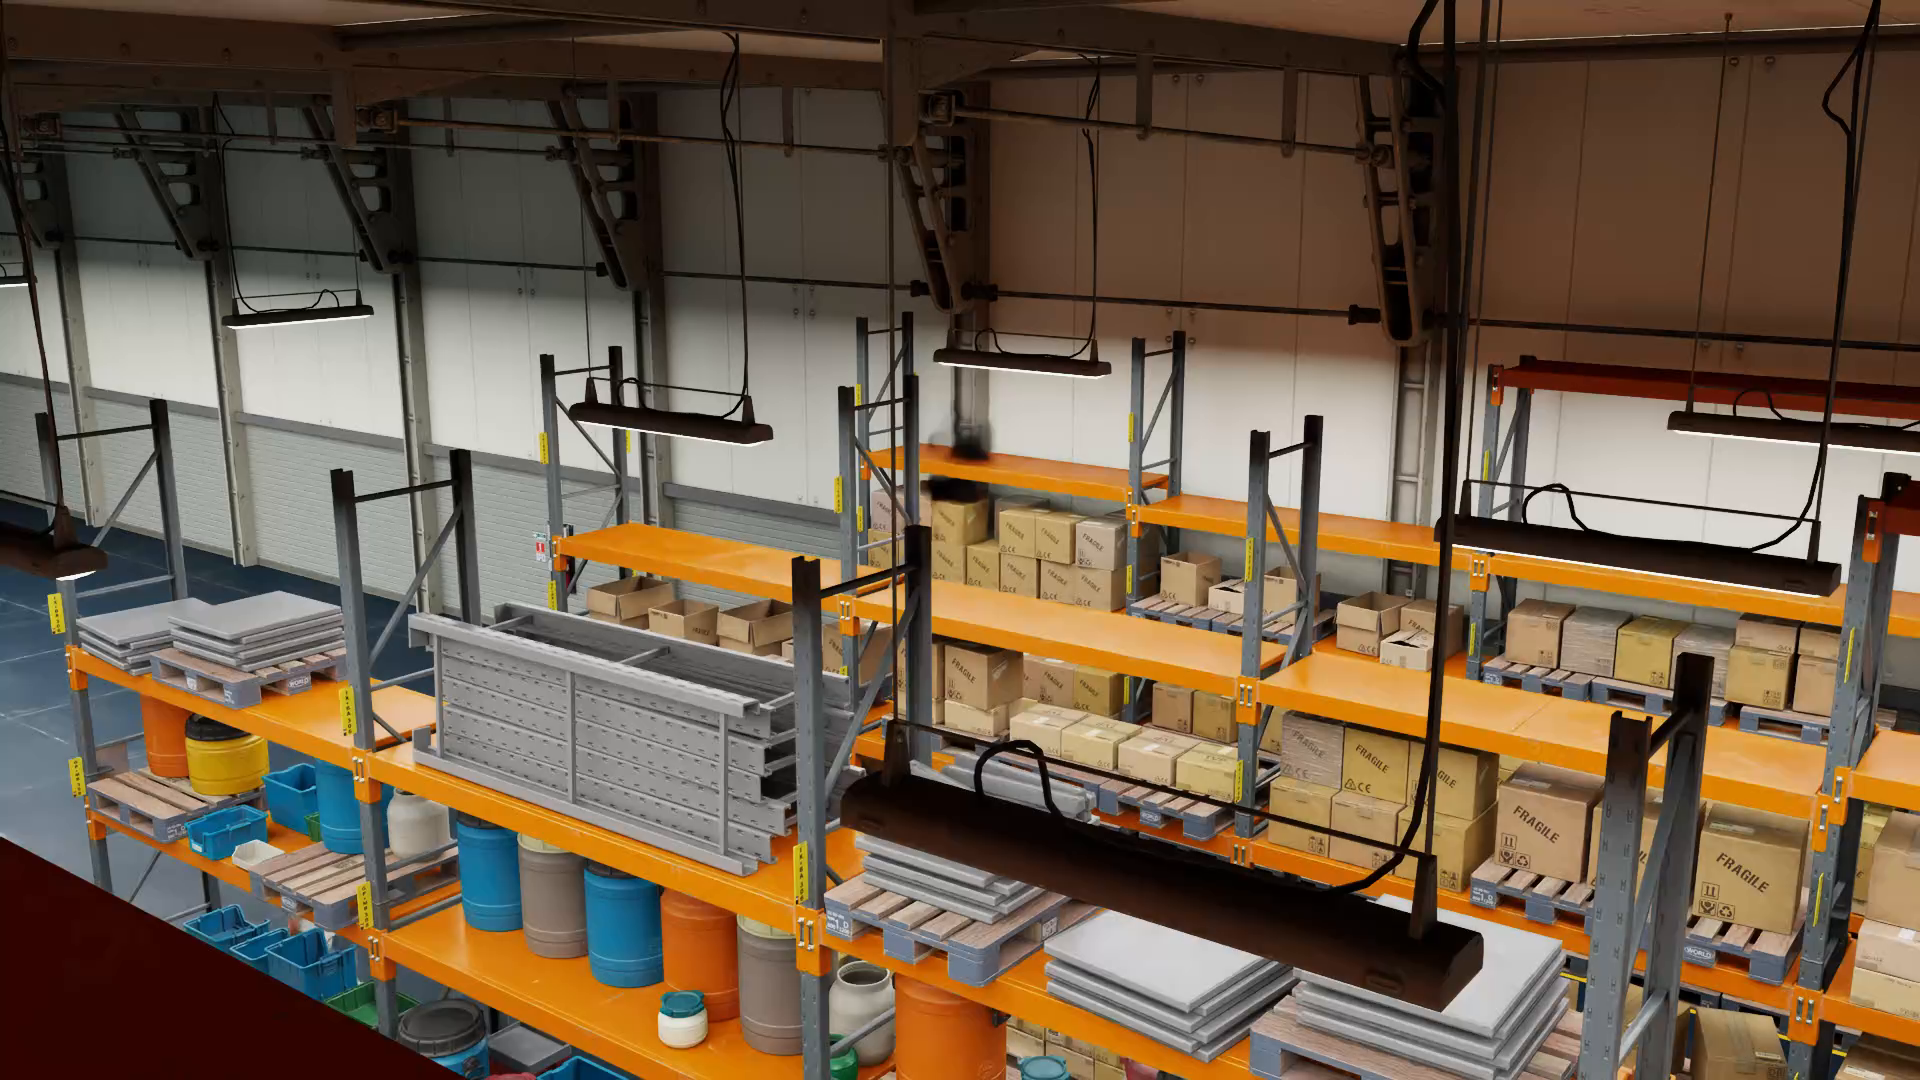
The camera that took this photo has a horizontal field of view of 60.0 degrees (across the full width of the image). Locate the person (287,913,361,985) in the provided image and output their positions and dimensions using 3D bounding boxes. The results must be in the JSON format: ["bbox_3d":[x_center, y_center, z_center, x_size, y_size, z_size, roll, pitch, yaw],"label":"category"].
[{"bbox_3d":[-5.973,3.727,15.430,0.711,1.781,0.693,4,14,18],"label":"person"}]
